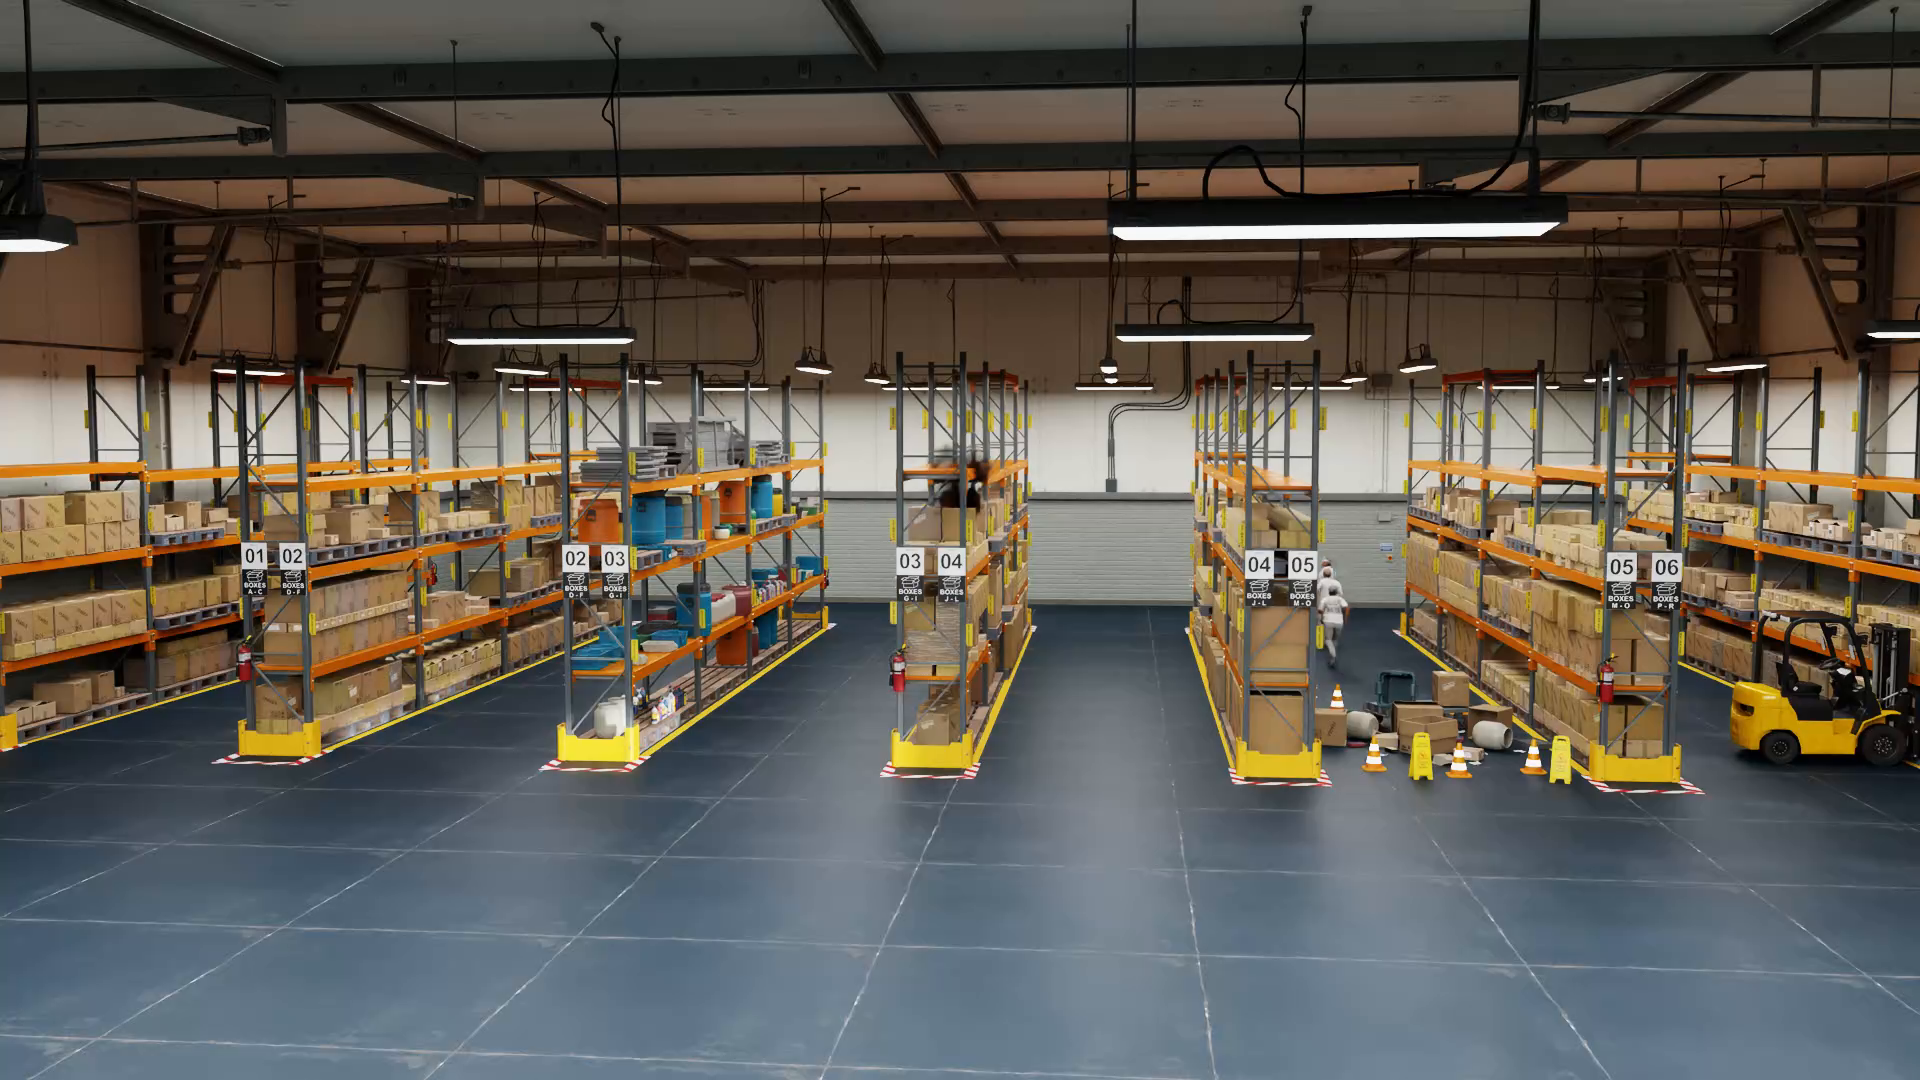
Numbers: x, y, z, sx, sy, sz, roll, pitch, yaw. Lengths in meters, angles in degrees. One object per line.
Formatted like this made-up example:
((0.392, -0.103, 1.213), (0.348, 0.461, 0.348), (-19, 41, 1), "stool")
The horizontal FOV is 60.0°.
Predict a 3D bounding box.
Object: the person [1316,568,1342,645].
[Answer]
((8.153, 1.499, 37.139), (0.749, 1.728, 0.621), (0, 4, -6), "person")

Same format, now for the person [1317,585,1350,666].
((7.598, 1.742, 33.893), (0.605, 1.655, 0.936), (0, 4, -3), "person")

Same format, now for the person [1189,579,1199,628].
((5.987, 1.262, 40.466), (0.792, 1.810, 0.707), (0, 4, 0), "person")

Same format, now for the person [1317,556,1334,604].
((9.100, 1.235, 41.486), (0.558, 1.657, 0.574), (-1, 4, -18), "person")
